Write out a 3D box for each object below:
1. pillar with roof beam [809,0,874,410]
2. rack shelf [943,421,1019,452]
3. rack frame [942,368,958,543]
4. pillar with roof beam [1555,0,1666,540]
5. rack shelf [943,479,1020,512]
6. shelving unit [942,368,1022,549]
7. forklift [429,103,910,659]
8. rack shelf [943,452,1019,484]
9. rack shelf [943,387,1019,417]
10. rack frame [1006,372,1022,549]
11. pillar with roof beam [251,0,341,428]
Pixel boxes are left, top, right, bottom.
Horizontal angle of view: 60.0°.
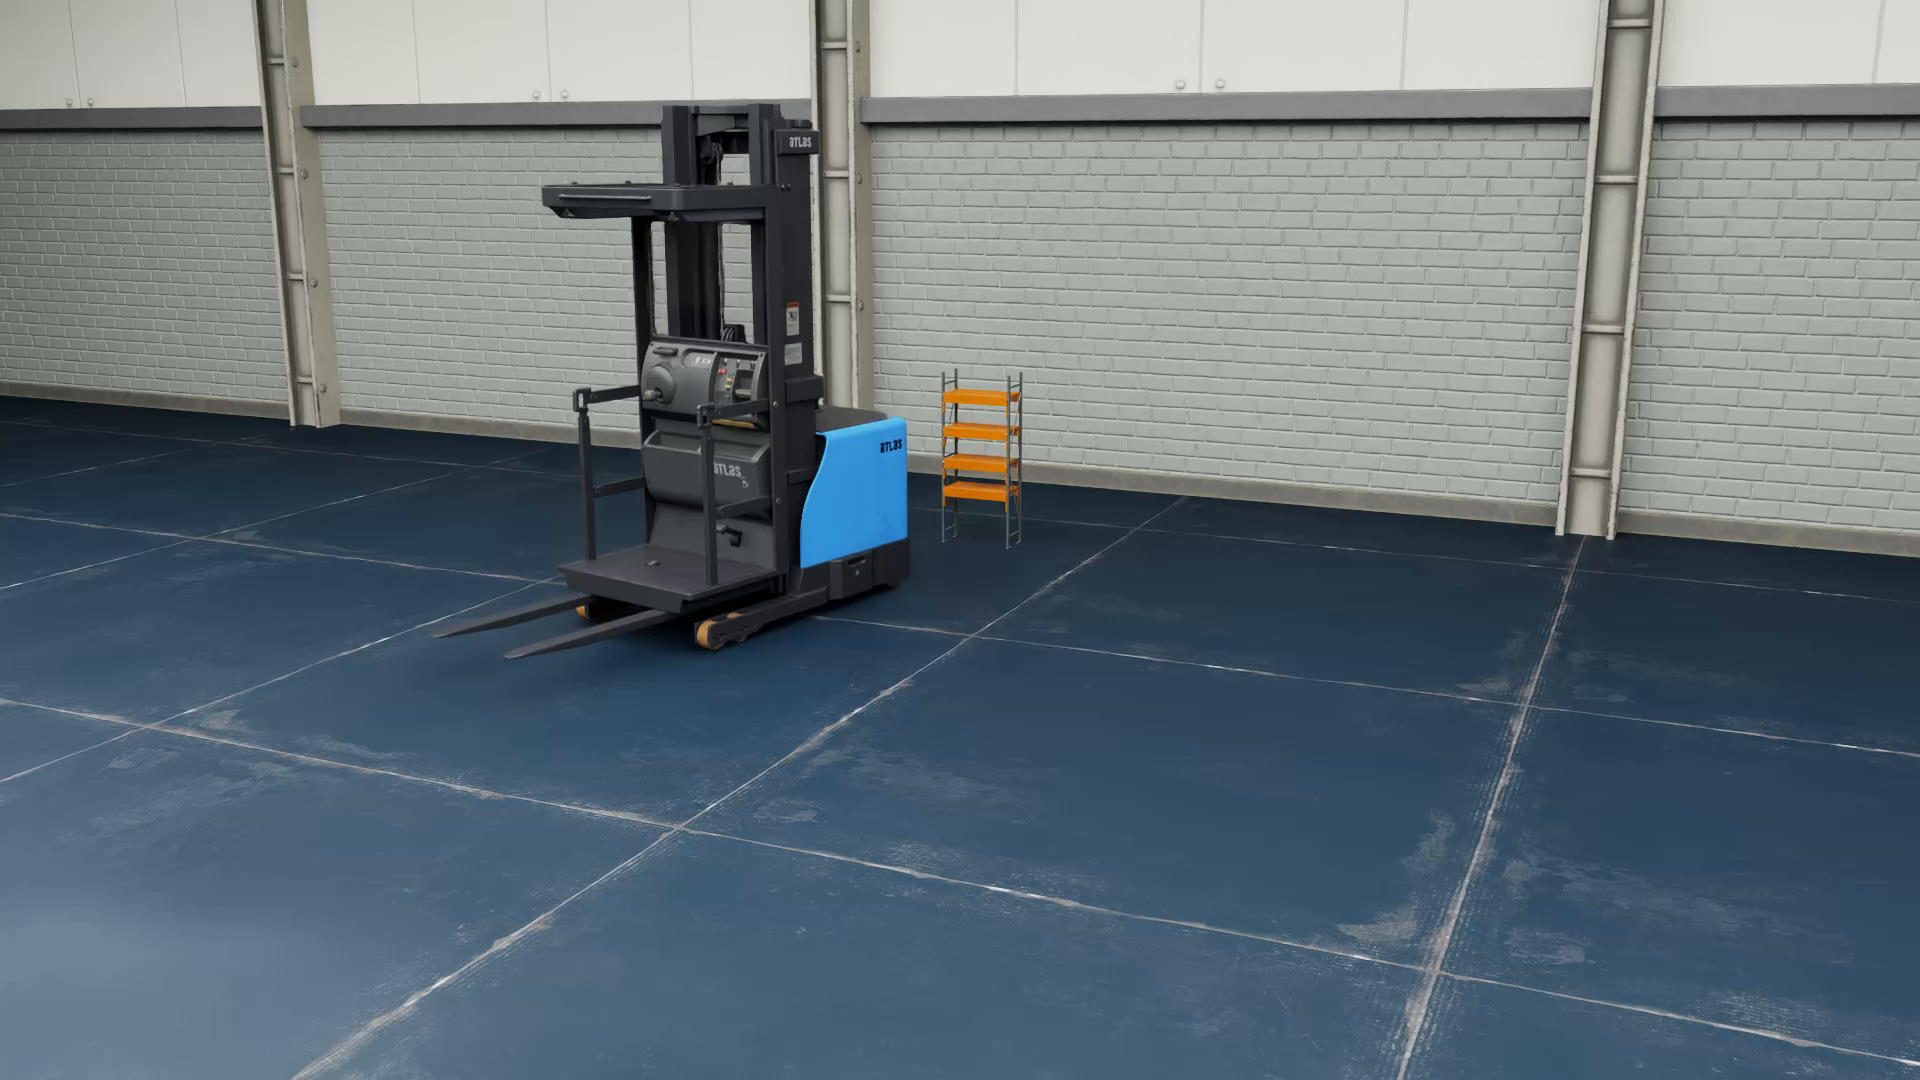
[{"bbox_3d":[-2.721,-4.089,9.481,0.400,9.000,9.100,6,14,23],"label":"pillar with roof beam"},{"bbox_3d":[0.151,-0.721,11.517,0.480,0.148,0.258,6,14,23],"label":"rack shelf"},{"bbox_3d":[-0.072,-0.591,11.649,0.015,1.200,0.240,6,14,23],"label":"rack frame"},{"bbox_3d":[2.765,-3.533,7.115,0.400,9.000,9.100,6,14,23],"label":"pillar with roof beam"},{"bbox_3d":[0.151,-0.310,11.613,0.480,0.148,0.258,6,14,23],"label":"rack shelf"},{"bbox_3d":[0.151,-0.569,11.552,0.503,1.200,0.258,6,14,23],"label":"shelving unit"},{"bbox_3d":[-1.599,-0.945,9.366,1.130,2.935,3.031,10,16,36],"label":"forklift"},{"bbox_3d":[0.151,-0.503,11.568,0.480,0.148,0.258,6,14,23],"label":"rack shelf"},{"bbox_3d":[0.151,-0.951,11.463,0.480,0.148,0.258,6,14,23],"label":"rack shelf"},{"bbox_3d":[0.374,-0.546,11.456,0.015,1.200,0.240,6,14,23],"label":"rack frame"},{"bbox_3d":[-8.207,-4.644,11.847,0.400,9.000,9.100,6,14,23],"label":"pillar with roof beam"}]
